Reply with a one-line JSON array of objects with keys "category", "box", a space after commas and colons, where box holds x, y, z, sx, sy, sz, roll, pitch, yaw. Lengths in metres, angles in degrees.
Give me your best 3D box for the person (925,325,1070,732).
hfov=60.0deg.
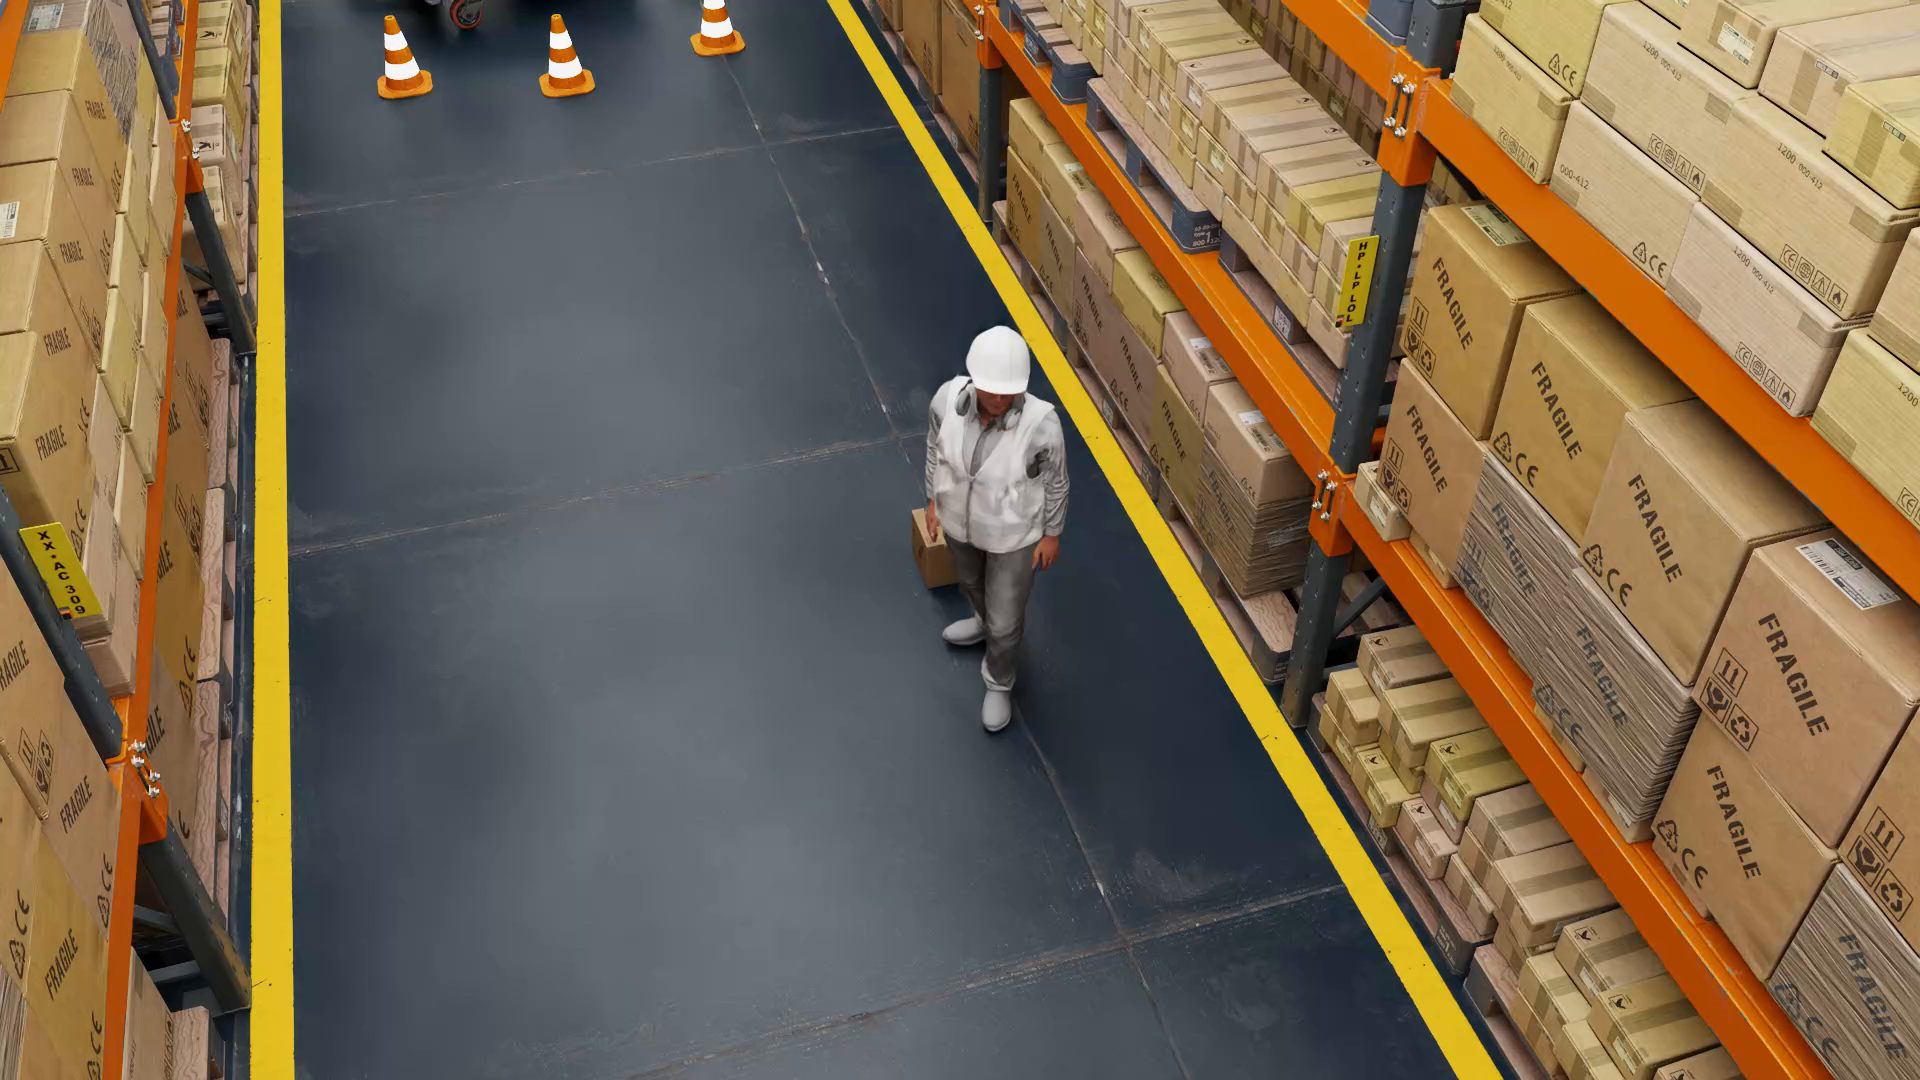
[{"category": "person", "box": [0.133, -0.093, 6.246, 0.560, 1.768, 0.566, 21, 46, 22]}]
